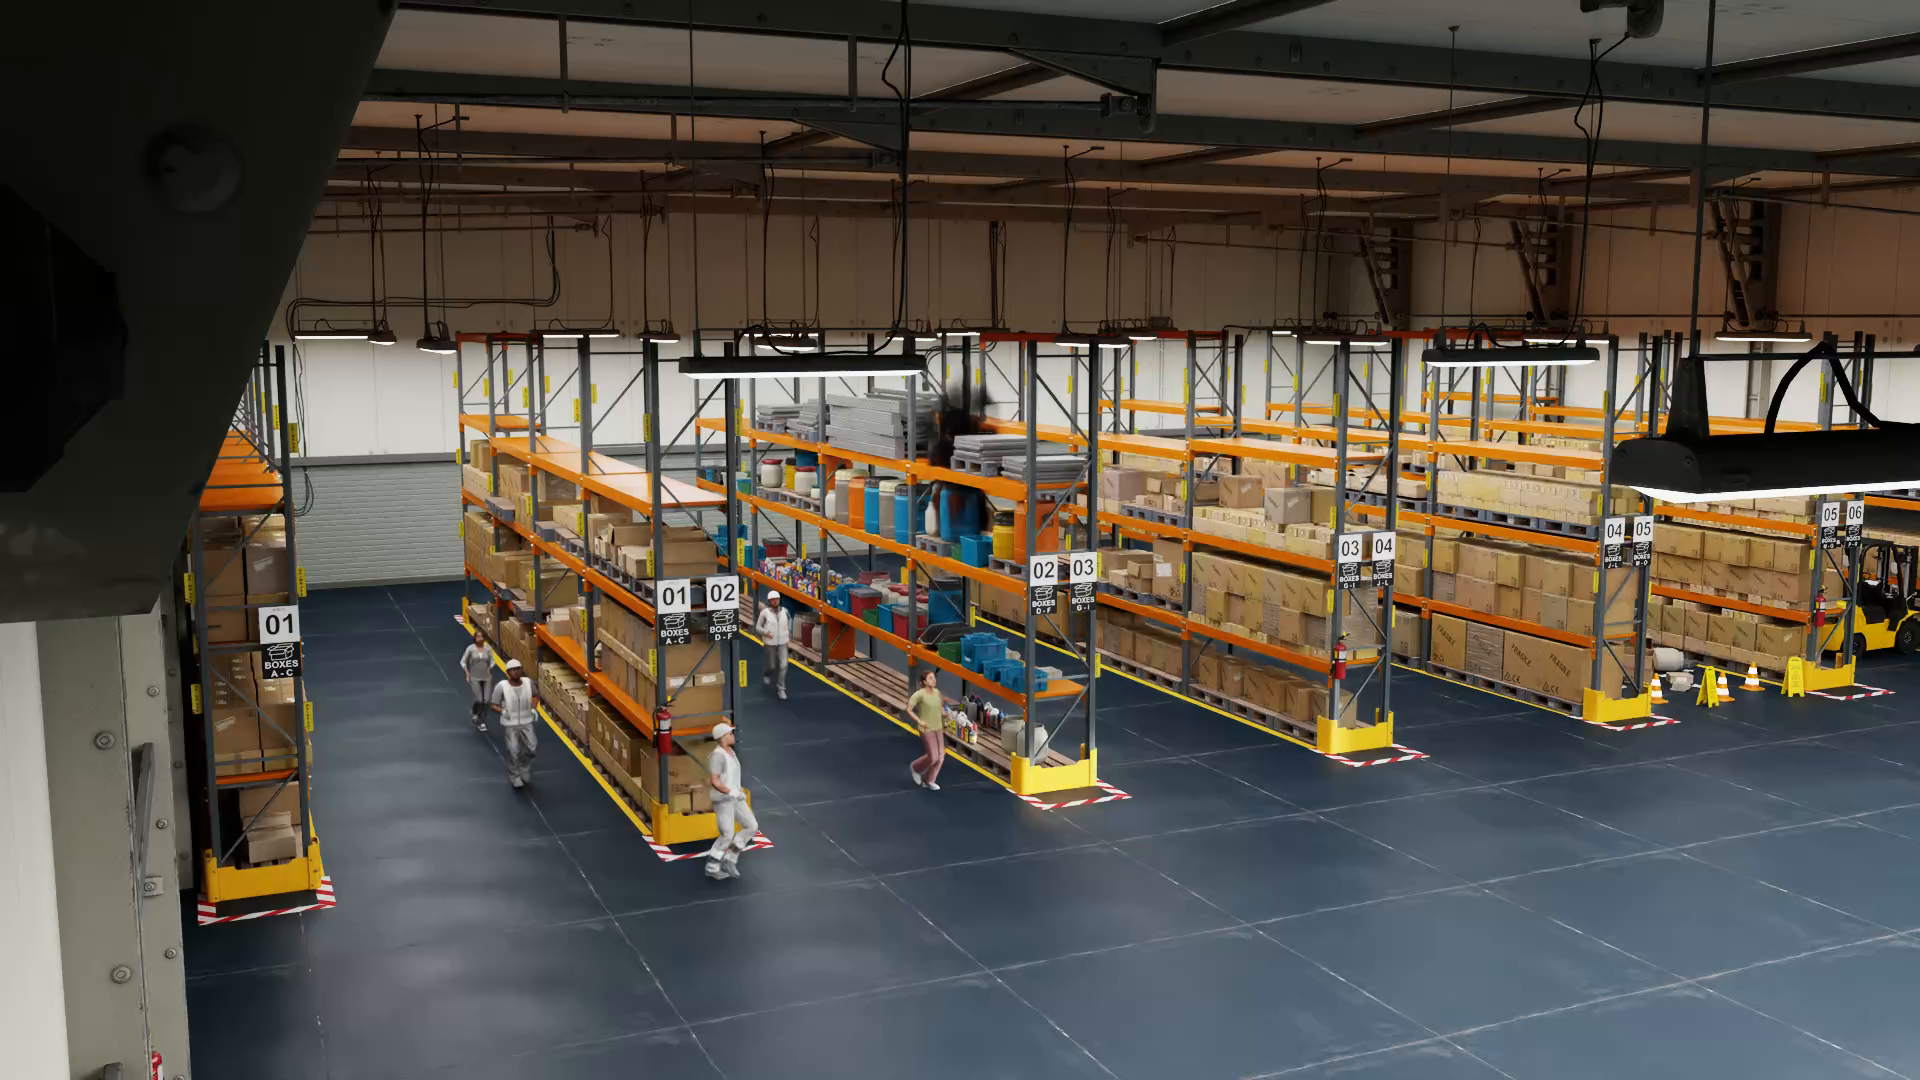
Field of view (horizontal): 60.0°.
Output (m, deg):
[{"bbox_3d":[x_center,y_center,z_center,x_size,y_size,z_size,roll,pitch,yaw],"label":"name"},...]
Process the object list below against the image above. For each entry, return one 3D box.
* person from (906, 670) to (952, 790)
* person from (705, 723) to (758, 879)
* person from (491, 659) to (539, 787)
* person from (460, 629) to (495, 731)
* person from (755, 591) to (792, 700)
[{"bbox_3d":[-0.398,2.535,22.243,0.576,1.622,0.556,-7,11,-43],"label":"person"},{"bbox_3d":[-2.583,2.940,18.789,0.587,1.738,0.693,2,8,16],"label":"person"},{"bbox_3d":[-5.910,2.467,22.275,0.669,1.737,0.589,-4,9,-28],"label":"person"},{"bbox_3d":[-7.326,2.149,25.387,0.503,1.559,0.493,-4,9,-27],"label":"person"},{"bbox_3d":[-3.084,1.724,27.805,0.674,1.775,0.937,-3,8,-21],"label":"person"}]
